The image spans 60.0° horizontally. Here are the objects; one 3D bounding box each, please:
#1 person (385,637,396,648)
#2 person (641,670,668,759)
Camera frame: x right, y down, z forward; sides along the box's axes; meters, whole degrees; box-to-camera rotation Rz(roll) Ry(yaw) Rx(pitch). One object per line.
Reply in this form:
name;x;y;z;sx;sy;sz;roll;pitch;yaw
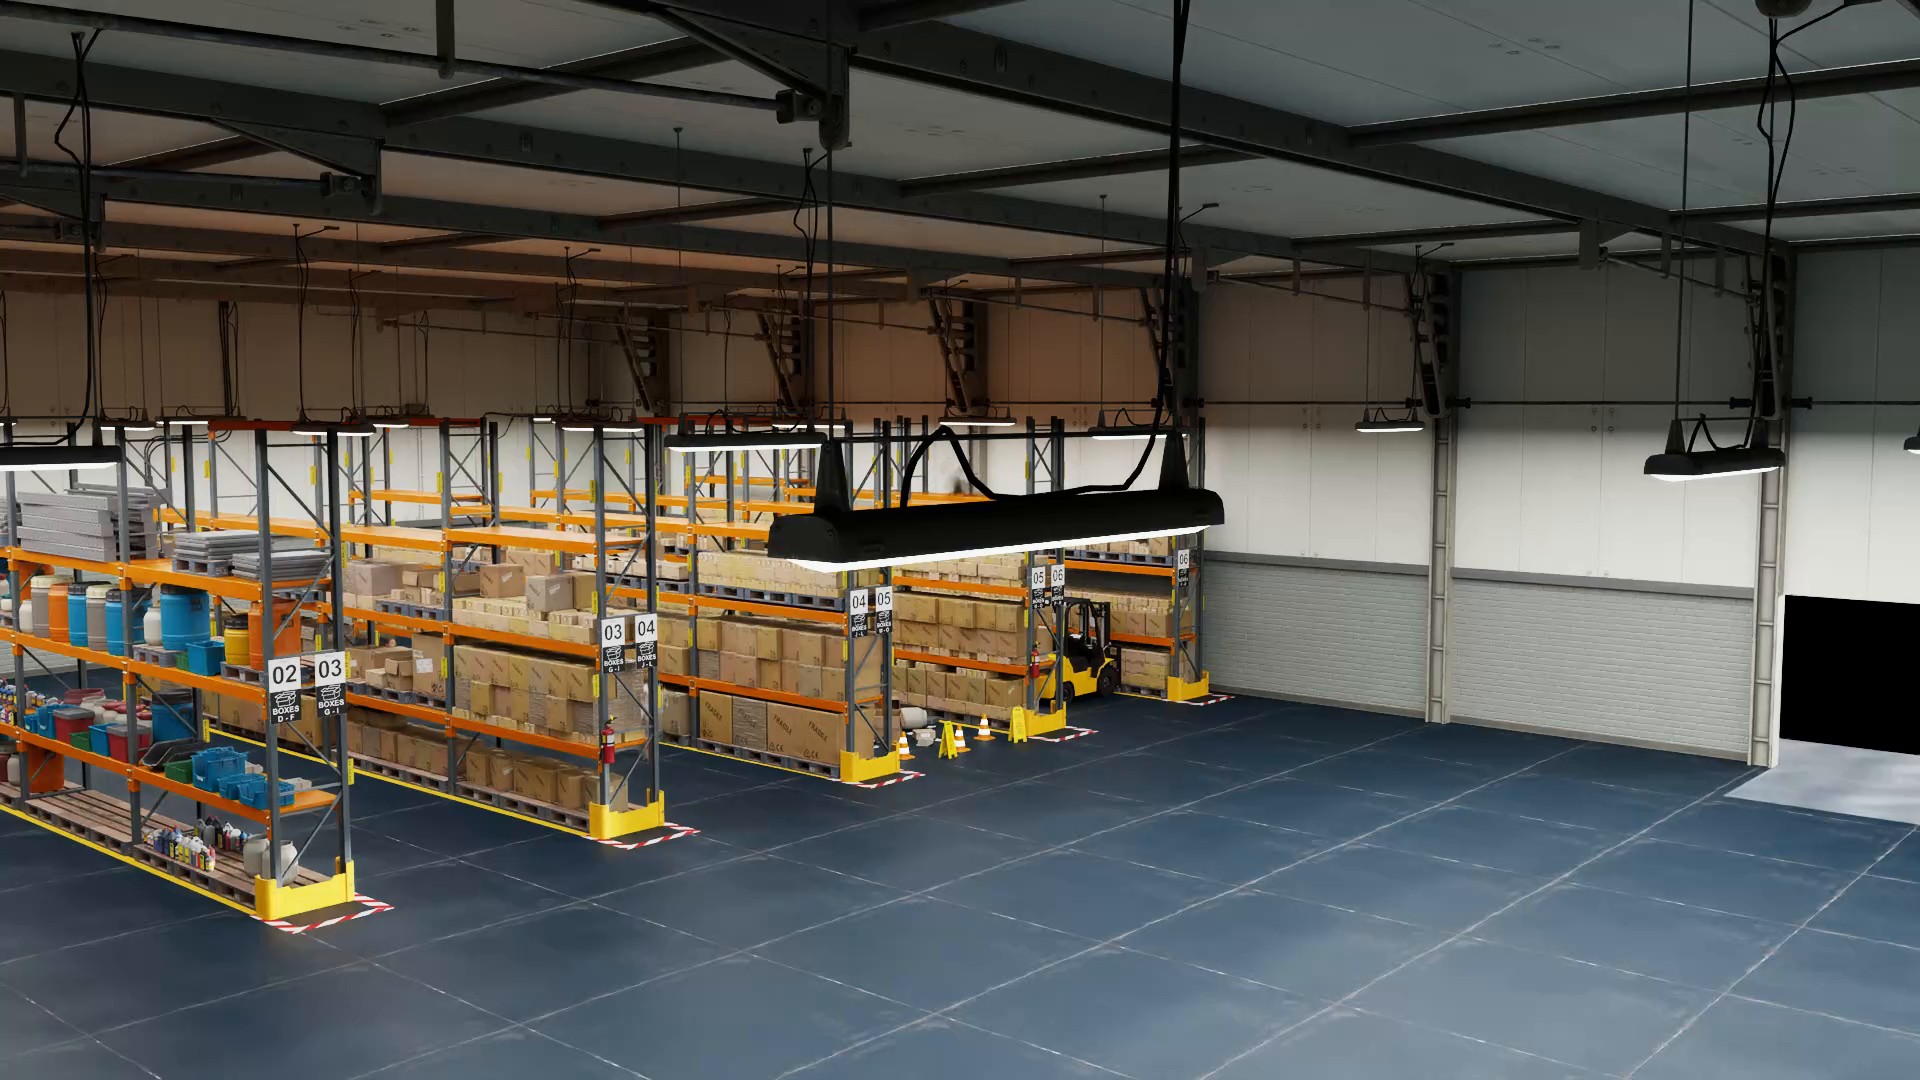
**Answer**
person;-11.333;2.714;33.129;0.743;1.583;0.586;4;6;36
person;-5.376;3.059;29.212;0.608;1.660;0.475;4;6;38
